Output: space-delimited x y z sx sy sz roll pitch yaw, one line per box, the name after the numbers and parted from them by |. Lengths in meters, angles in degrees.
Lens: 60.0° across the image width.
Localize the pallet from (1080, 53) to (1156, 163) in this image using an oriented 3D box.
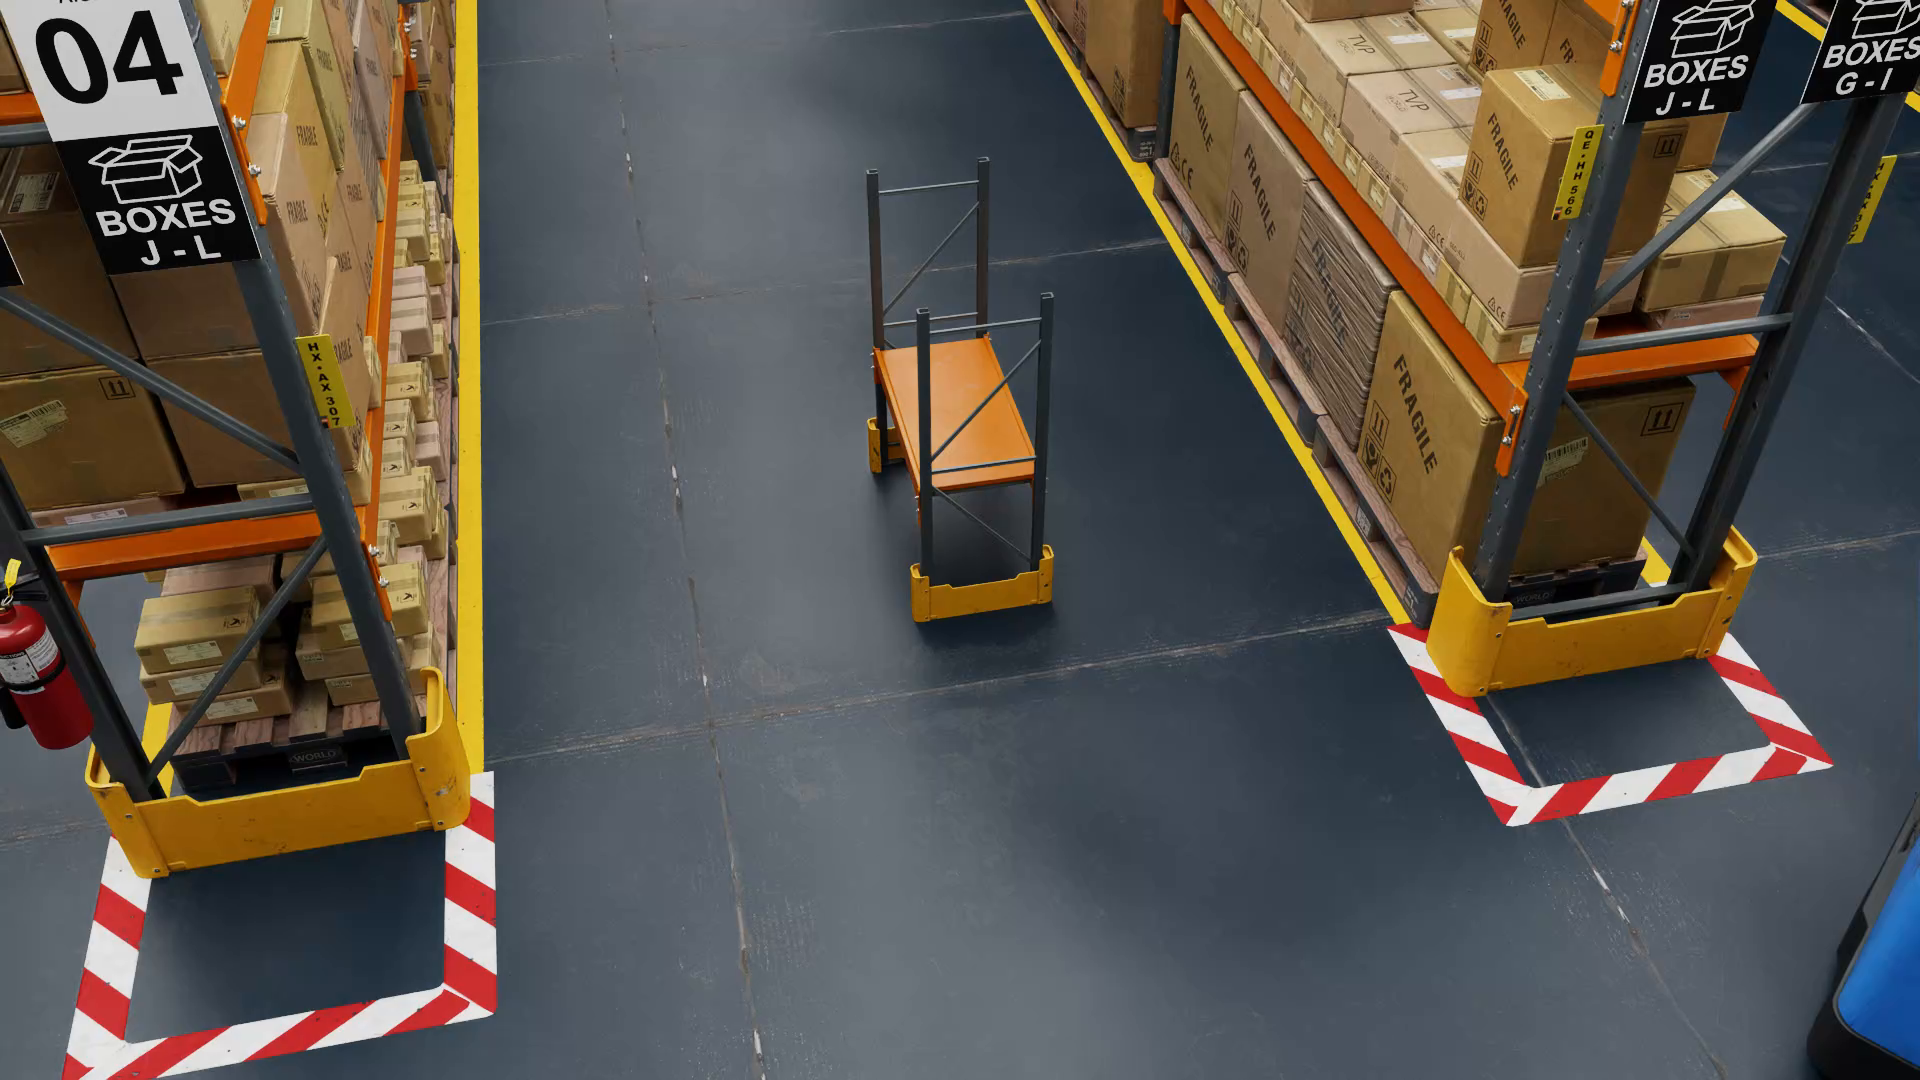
1.379 -2.742 10.180 1.003 0.211 1.213 -8 42 -9 | pallet

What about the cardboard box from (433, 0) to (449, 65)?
-3.389 -3.070 10.015 0.500 0.500 0.500 -8 42 -9 | cardboard box

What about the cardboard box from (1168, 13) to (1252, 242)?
1.683 -2.219 8.774 0.875 0.875 0.875 -8 42 -9 | cardboard box

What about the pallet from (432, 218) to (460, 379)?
-3.067 -1.177 8.417 1.003 0.211 1.213 -8 42 -9 | pallet

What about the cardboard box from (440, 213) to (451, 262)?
-2.829 -1.536 8.552 0.380 0.149 0.250 -8 42 -9 | cardboard box

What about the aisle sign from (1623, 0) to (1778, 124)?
2.205 -1.585 4.818 0.394 0.787 0.004 -8 42 -9 | aisle sign

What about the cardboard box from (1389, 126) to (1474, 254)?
2.010 -1.363 6.415 0.500 0.250 0.500 -9 42 -10 | cardboard box

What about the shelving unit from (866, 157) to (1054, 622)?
-0.016 -0.610 6.808 0.587 1.500 1.083 -8 42 -9 | shelving unit

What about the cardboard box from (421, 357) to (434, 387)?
-2.615 -0.686 7.595 0.380 0.149 0.250 -8 42 -8 | cardboard box

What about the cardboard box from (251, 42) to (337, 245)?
-2.336 -1.235 5.329 0.500 0.500 0.500 -7 42 -8 | cardboard box

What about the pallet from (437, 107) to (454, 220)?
-3.416 -2.112 9.470 1.003 0.211 1.213 -8 42 -9 | pallet

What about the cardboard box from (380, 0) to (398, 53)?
-2.866 -2.526 7.537 0.500 0.500 0.500 -8 42 -9 | cardboard box

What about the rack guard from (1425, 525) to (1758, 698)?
2.487 0.248 6.594 1.175 0.500 0.348 -8 42 -9 | rack guard

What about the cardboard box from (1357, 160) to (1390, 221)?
1.862 -1.454 6.818 0.380 0.149 0.250 -9 42 -10 | cardboard box

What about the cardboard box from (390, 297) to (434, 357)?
-2.562 -0.935 7.427 0.380 0.149 0.250 -10 43 -11 | cardboard box

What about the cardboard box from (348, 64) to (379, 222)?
-2.560 -1.529 6.413 0.500 0.500 0.500 -9 42 -10 | cardboard box

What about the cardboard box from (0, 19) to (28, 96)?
-2.739 -1.380 4.399 0.500 0.250 0.500 -9 42 -10 | cardboard box

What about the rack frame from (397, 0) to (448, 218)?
-3.246 -2.650 7.976 1.000 3.000 0.127 -8 42 -9 | rack frame

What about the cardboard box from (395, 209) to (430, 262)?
-2.761 -1.450 8.007 0.380 0.149 0.250 -9 42 -10 | cardboard box

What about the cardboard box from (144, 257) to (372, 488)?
-2.210 -0.537 5.296 0.500 0.500 0.500 -6 42 -7 | cardboard box

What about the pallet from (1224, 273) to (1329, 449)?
1.973 -0.956 8.168 1.003 0.211 1.213 -8 42 -9 | pallet

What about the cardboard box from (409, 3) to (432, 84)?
-3.148 -2.670 9.000 0.500 0.250 0.500 -10 43 -11 | cardboard box

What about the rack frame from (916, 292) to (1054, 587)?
0.091 -0.287 6.443 0.500 1.500 0.032 -8 42 -9 | rack frame

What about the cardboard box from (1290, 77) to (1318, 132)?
1.696 -1.952 7.379 0.380 0.149 0.250 -9 42 -11 | cardboard box

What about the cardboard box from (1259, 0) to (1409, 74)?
1.684 -2.350 7.527 0.500 0.250 0.500 -7 42 -8 | cardboard box

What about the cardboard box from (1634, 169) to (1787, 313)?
2.642 -1.108 6.127 0.500 0.250 0.500 -9 42 -10 | cardboard box

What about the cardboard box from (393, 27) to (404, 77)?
-2.794 -2.253 7.718 0.380 0.149 0.250 -9 42 -10 | cardboard box

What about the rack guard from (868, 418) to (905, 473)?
-0.124 -0.466 7.586 0.587 0.250 0.087 -8 42 -9 | rack guard

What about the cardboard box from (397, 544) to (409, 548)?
-2.388 0.032 6.561 0.380 0.149 0.250 -8 42 -9 | cardboard box

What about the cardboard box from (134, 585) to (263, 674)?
-2.744 0.322 6.010 0.380 0.149 0.250 -8 42 -9 | cardboard box

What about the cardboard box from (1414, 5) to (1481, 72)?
2.301 -2.107 7.253 0.500 0.250 0.500 -9 42 -10 | cardboard box

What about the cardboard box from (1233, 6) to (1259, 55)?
1.530 -2.451 7.941 0.380 0.149 0.250 -9 42 -10 | cardboard box

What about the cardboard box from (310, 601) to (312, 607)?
-2.320 0.308 6.474 0.380 0.149 0.250 -9 42 -9 | cardboard box

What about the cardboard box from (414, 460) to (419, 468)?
-2.476 -0.185 7.030 0.380 0.149 0.250 -8 42 -9 | cardboard box

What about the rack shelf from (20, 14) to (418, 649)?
-2.814 -1.085 6.754 1.077 0.370 4.000 -8 42 -9 | rack shelf

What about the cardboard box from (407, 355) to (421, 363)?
-2.651 -0.833 7.536 0.380 0.149 0.250 -10 43 -11 | cardboard box

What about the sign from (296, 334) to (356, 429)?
-1.853 -0.459 4.856 0.100 0.325 0.005 -8 42 -9 | sign

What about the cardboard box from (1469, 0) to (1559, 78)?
2.417 -2.047 6.621 0.500 0.500 0.500 -9 42 -10 | cardboard box

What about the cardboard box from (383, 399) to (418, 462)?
-2.455 -0.432 6.860 0.380 0.149 0.250 -7 42 -8 | cardboard box

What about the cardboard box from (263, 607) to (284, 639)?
-2.779 0.262 6.302 0.380 0.149 0.250 -9 42 -10 | cardboard box

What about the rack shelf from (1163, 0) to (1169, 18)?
1.187 -4.323 10.402 1.077 0.370 4.000 -8 42 -9 | rack shelf

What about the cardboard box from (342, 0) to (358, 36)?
-2.667 -2.239 6.460 0.500 0.500 0.500 -7 42 -8 | cardboard box

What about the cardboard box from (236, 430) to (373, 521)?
-2.133 -0.220 5.428 0.380 0.149 0.250 -9 42 -10 | cardboard box

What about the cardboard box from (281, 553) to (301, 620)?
-2.827 0.205 6.591 0.380 0.149 0.250 -9 42 -9 | cardboard box

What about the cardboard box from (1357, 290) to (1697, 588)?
2.266 -0.468 6.802 0.875 0.875 0.875 -8 42 -9 | cardboard box

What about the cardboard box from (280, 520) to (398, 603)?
-2.341 0.079 6.284 0.380 0.149 0.250 -8 42 -9 | cardboard box

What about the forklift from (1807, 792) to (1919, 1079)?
4.029 0.056 4.979 1.130 2.935 3.031 29 49 29 | forklift

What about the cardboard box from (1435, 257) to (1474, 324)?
2.026 -0.961 6.262 0.380 0.149 0.250 -8 42 -9 | cardboard box

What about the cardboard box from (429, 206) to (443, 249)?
-2.797 -1.520 8.310 0.380 0.149 0.250 -10 43 -11 | cardboard box

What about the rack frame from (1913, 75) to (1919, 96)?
6.455 -4.005 9.502 1.000 3.000 0.127 -8 42 -9 | rack frame
